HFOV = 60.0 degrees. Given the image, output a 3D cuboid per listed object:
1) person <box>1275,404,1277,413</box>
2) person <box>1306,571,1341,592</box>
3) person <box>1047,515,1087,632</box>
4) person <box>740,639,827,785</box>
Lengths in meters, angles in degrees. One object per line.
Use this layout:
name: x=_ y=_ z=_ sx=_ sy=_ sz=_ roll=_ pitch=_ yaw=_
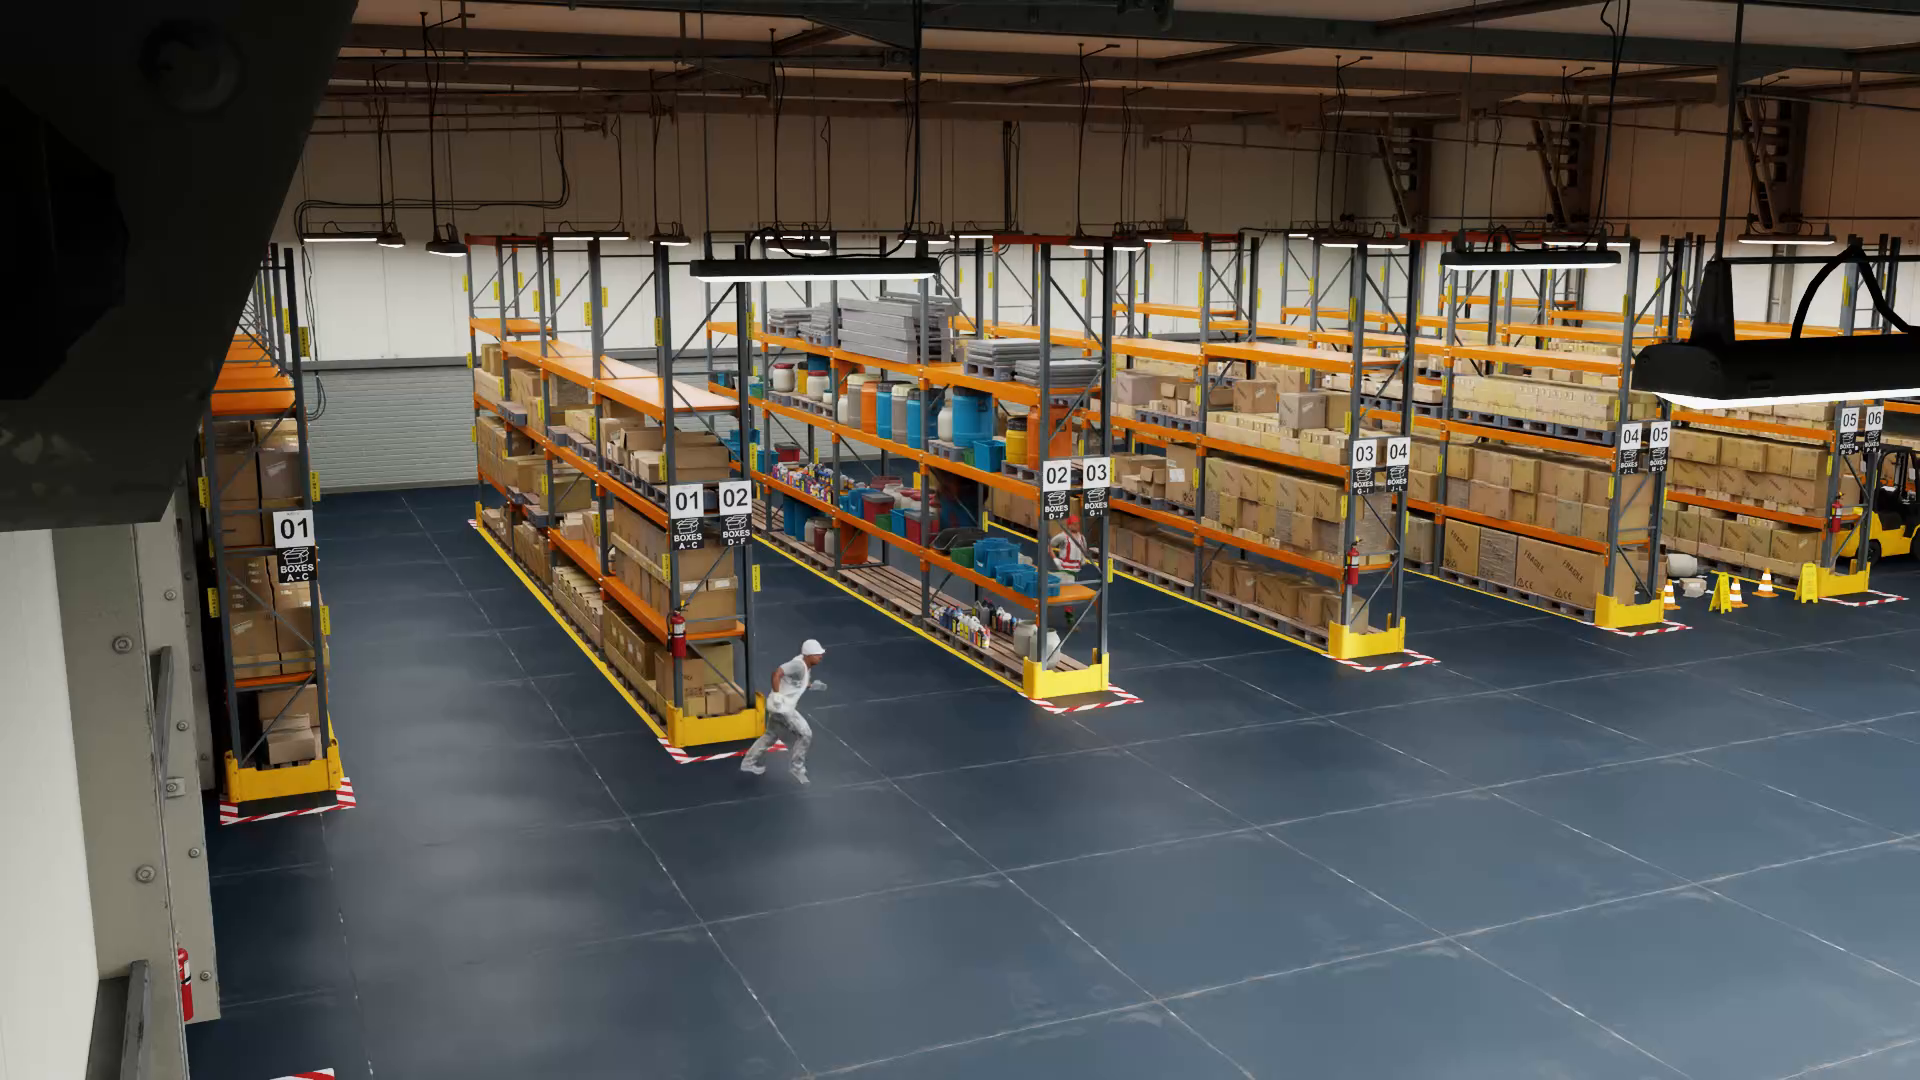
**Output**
person: x=8.779 y=-3.262 z=45.503 sx=0.858 sy=1.661 sz=0.582 roll=-7 pitch=13 yaw=-33
person: x=6.315 y=0.130 z=28.433 sx=0.611 sy=1.516 sz=1.029 roll=-5 pitch=12 yaw=-23
person: x=1.698 y=0.482 z=26.066 sx=0.688 sy=1.787 sz=0.938 roll=-9 pitch=14 yaw=-40
person: x=-2.012 y=1.962 z=18.770 sx=1.013 sy=1.719 sz=0.728 roll=1 pitch=11 yaw=4
